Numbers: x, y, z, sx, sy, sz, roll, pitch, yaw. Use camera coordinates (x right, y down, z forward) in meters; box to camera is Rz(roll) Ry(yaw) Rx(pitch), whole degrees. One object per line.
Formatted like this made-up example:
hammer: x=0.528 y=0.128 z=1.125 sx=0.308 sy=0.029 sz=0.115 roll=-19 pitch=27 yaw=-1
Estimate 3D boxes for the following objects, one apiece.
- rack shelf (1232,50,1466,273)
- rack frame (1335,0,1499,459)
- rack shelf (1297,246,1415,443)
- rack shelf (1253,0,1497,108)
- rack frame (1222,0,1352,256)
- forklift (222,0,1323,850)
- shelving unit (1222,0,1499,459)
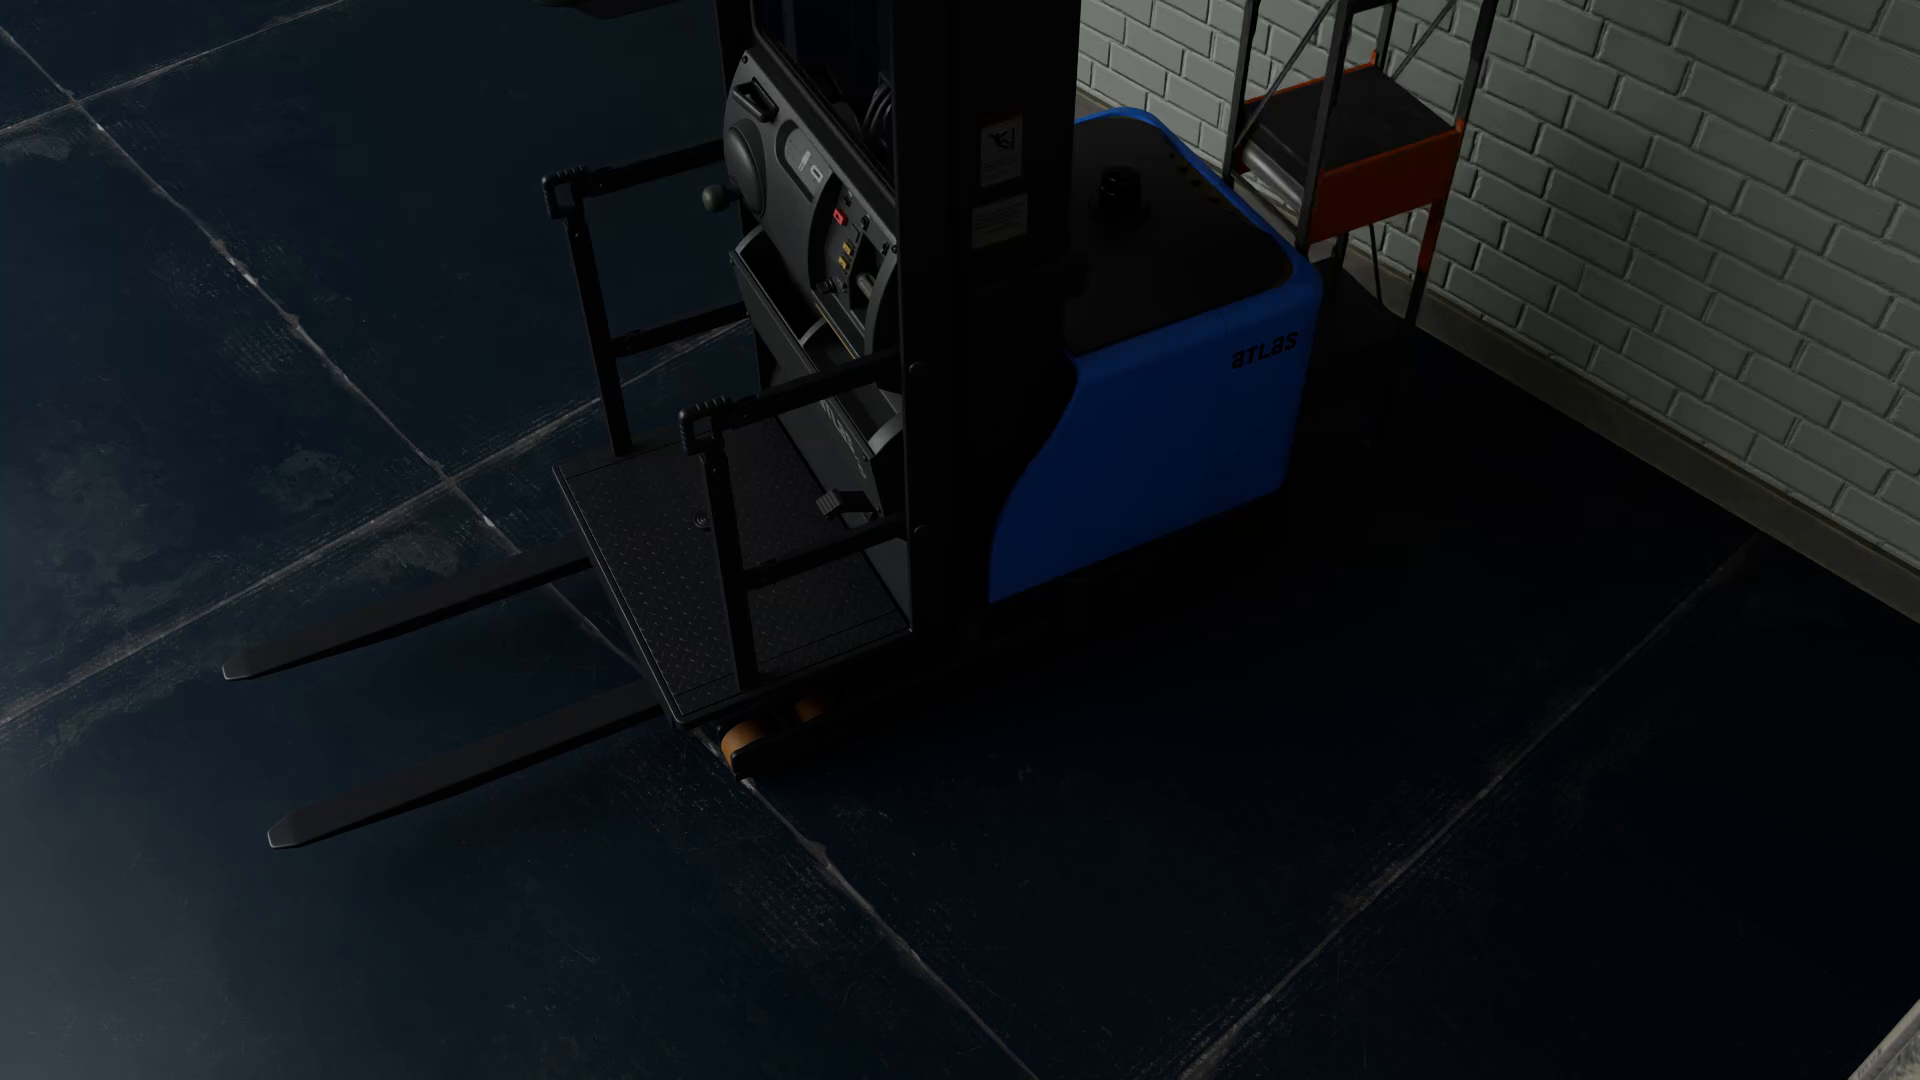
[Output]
rack shelf: x=1.076 y=-1.022 z=4.782 sx=0.480 sy=0.518 sz=0.431 roll=-21 pitch=51 yaw=-18
rack frame: x=1.293 y=-1.114 z=4.847 sx=0.015 sy=2.100 sz=0.400 roll=-21 pitch=51 yaw=-18
rack shelf: x=1.078 y=-0.548 z=5.297 sx=0.480 sy=0.518 sz=0.431 roll=-21 pitch=51 yaw=-18
rack shelf: x=1.075 y=-1.497 z=4.267 sx=0.480 sy=0.518 sz=0.431 roll=-21 pitch=51 yaw=-18
rack frame: x=0.859 y=-0.949 z=4.697 sx=0.015 sy=2.100 sz=0.400 roll=-21 pitch=51 yaw=-18
forklift: x=-0.555 y=-0.784 z=3.979 sx=3.031 sy=2.935 sz=1.130 roll=-21 pitch=51 yaw=-18
shelving unit: x=1.076 y=-1.031 z=4.772 sx=0.503 sy=2.100 sz=0.431 roll=-21 pitch=51 yaw=-18
